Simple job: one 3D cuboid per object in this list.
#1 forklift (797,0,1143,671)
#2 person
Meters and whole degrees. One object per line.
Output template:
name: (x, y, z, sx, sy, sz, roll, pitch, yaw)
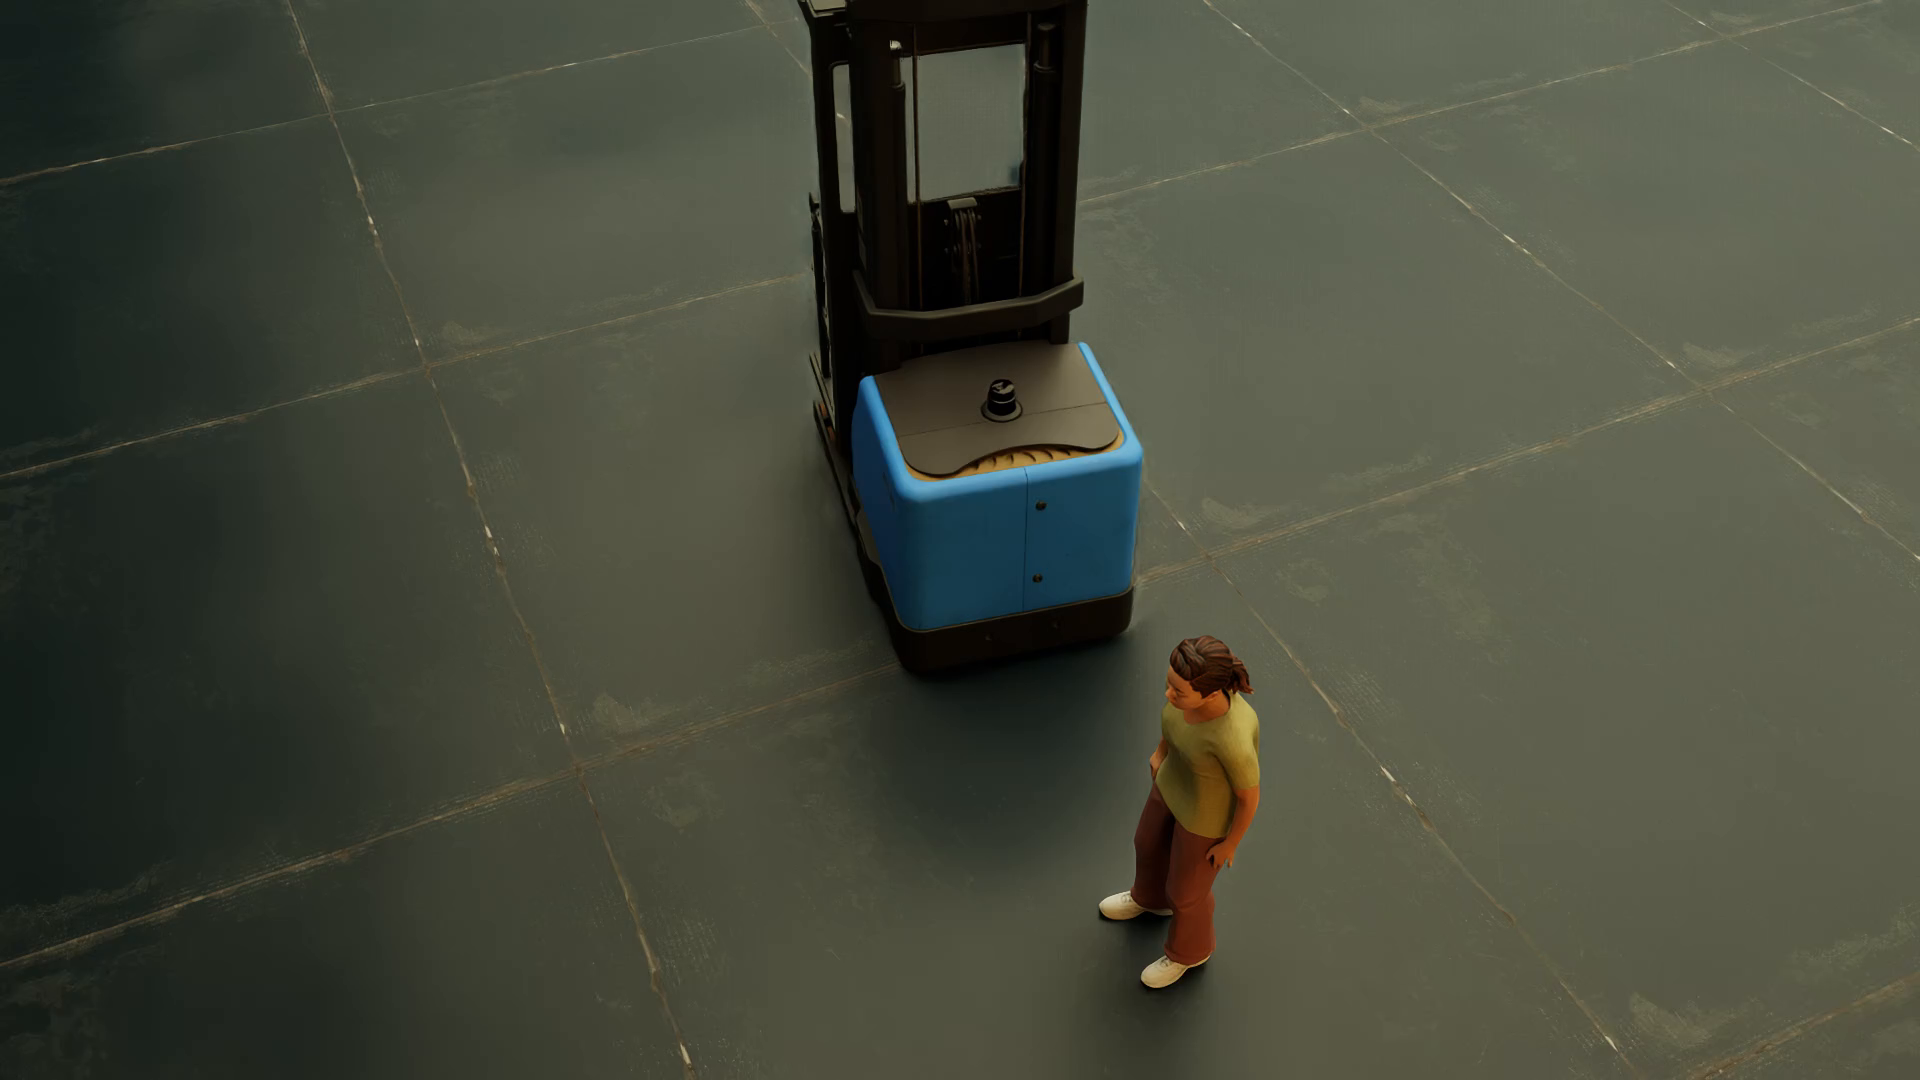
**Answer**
forklift: (-0.110, -1.531, 7.321, 1.130, 2.935, 3.031, -10, 44, -11)
person: (0.778, 0.896, 5.644, 0.360, 1.671, 0.507, -16, 45, -17)
